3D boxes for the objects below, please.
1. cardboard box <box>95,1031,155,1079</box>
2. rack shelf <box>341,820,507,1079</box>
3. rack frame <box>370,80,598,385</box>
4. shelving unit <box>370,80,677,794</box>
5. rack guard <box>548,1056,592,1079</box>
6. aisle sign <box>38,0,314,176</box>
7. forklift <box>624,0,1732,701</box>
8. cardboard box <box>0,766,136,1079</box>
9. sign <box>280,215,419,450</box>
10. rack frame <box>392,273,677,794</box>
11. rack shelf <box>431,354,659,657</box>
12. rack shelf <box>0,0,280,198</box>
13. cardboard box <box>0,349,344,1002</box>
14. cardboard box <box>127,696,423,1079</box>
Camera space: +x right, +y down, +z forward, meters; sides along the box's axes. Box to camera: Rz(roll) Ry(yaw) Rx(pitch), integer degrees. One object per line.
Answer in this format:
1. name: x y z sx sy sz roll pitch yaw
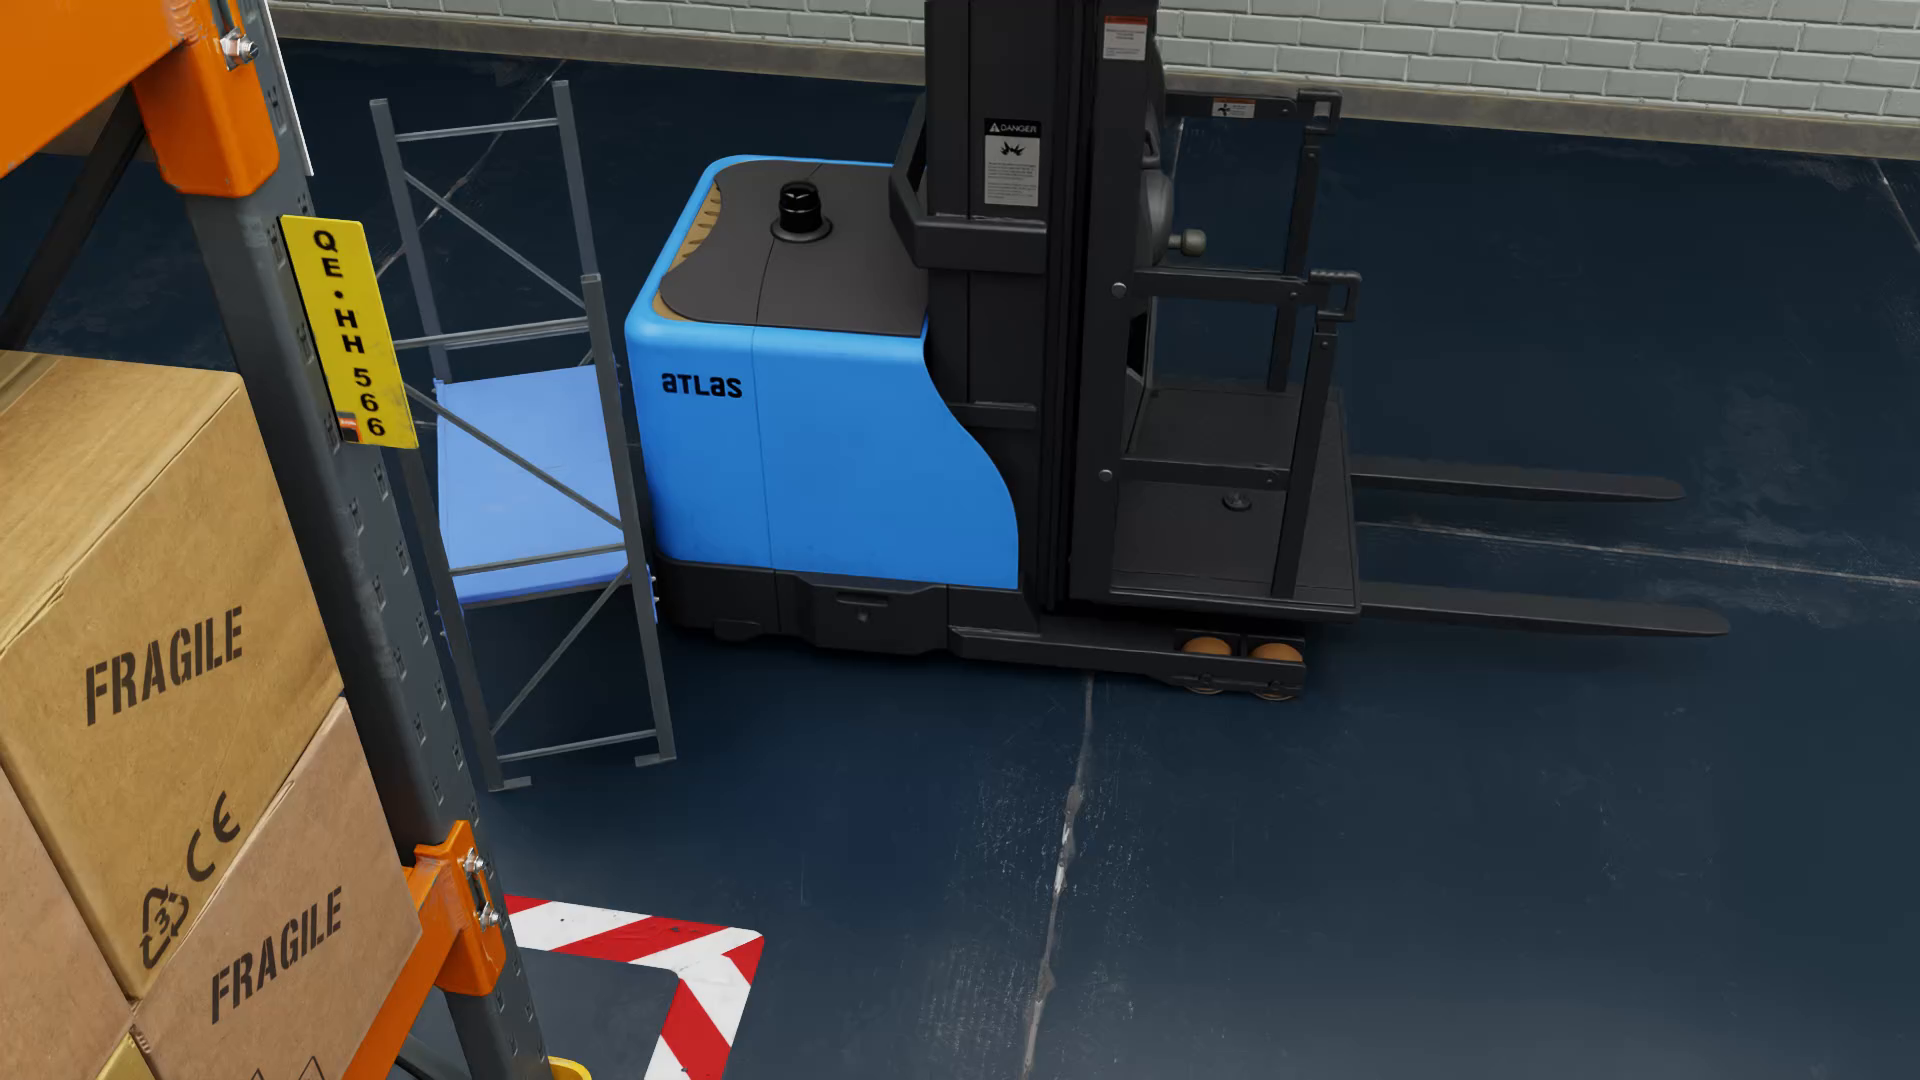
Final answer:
1. cardboard box: -1.184 0.845 1.796 0.500 0.500 0.500 7 40 8
2. rack shelf: -1.634 1.779 1.309 1.077 0.370 4.000 6 40 8
3. rack frame: -1.265 -0.578 4.773 0.500 1.500 0.032 -9 40 -11
4. shelving unit: -1.141 -0.264 4.393 0.538 1.500 1.048 -9 40 -11
5. rack guard: -1.301 1.257 3.337 1.175 0.500 0.348 6 40 8
6. aisle sign: -0.974 -0.765 1.781 0.394 0.787 0.004 6 40 8
7. forklift: 0.674 -1.038 4.205 3.031 2.935 1.130 5 40 6
8. cardboard box: -1.181 0.449 1.490 0.500 0.500 0.500 7 40 9
9. sign: -0.745 -0.248 2.039 0.100 0.325 0.005 6 40 8
10. rack frame: -1.017 0.050 4.013 0.500 1.500 0.032 -9 40 -11
11. rack shelf: -1.141 -0.126 4.507 0.538 0.185 1.000 -9 40 -11
12. rack shelf: -1.634 0.623 0.353 1.077 0.370 4.000 6 40 8
13. cardboard box: -1.094 0.132 1.873 0.500 0.500 0.500 6 40 7
14. cardboard box: -1.097 0.519 2.190 0.500 0.500 0.500 8 40 9
